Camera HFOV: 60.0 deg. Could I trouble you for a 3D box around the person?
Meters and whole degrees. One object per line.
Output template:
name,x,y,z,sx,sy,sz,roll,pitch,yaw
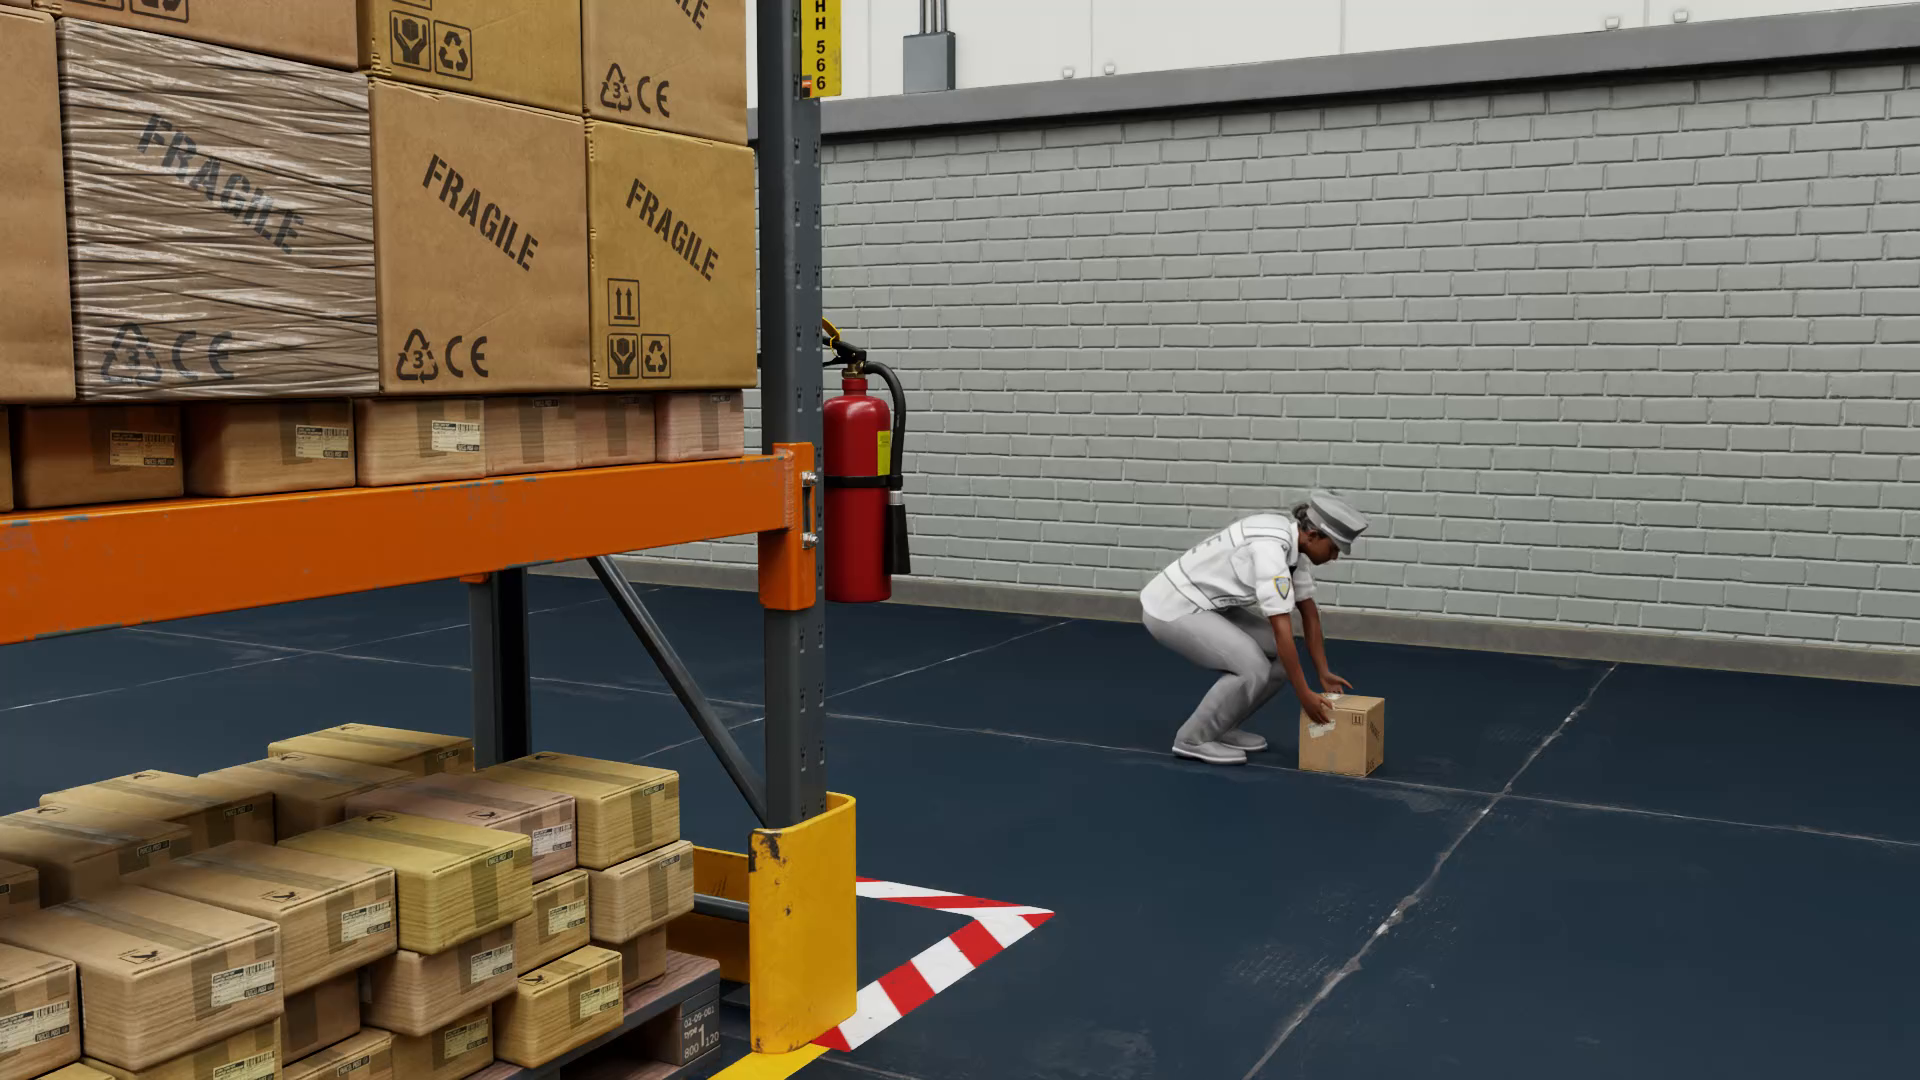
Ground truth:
person,1.122,0.321,6.355,0.846,1.034,0.492,3,7,28
